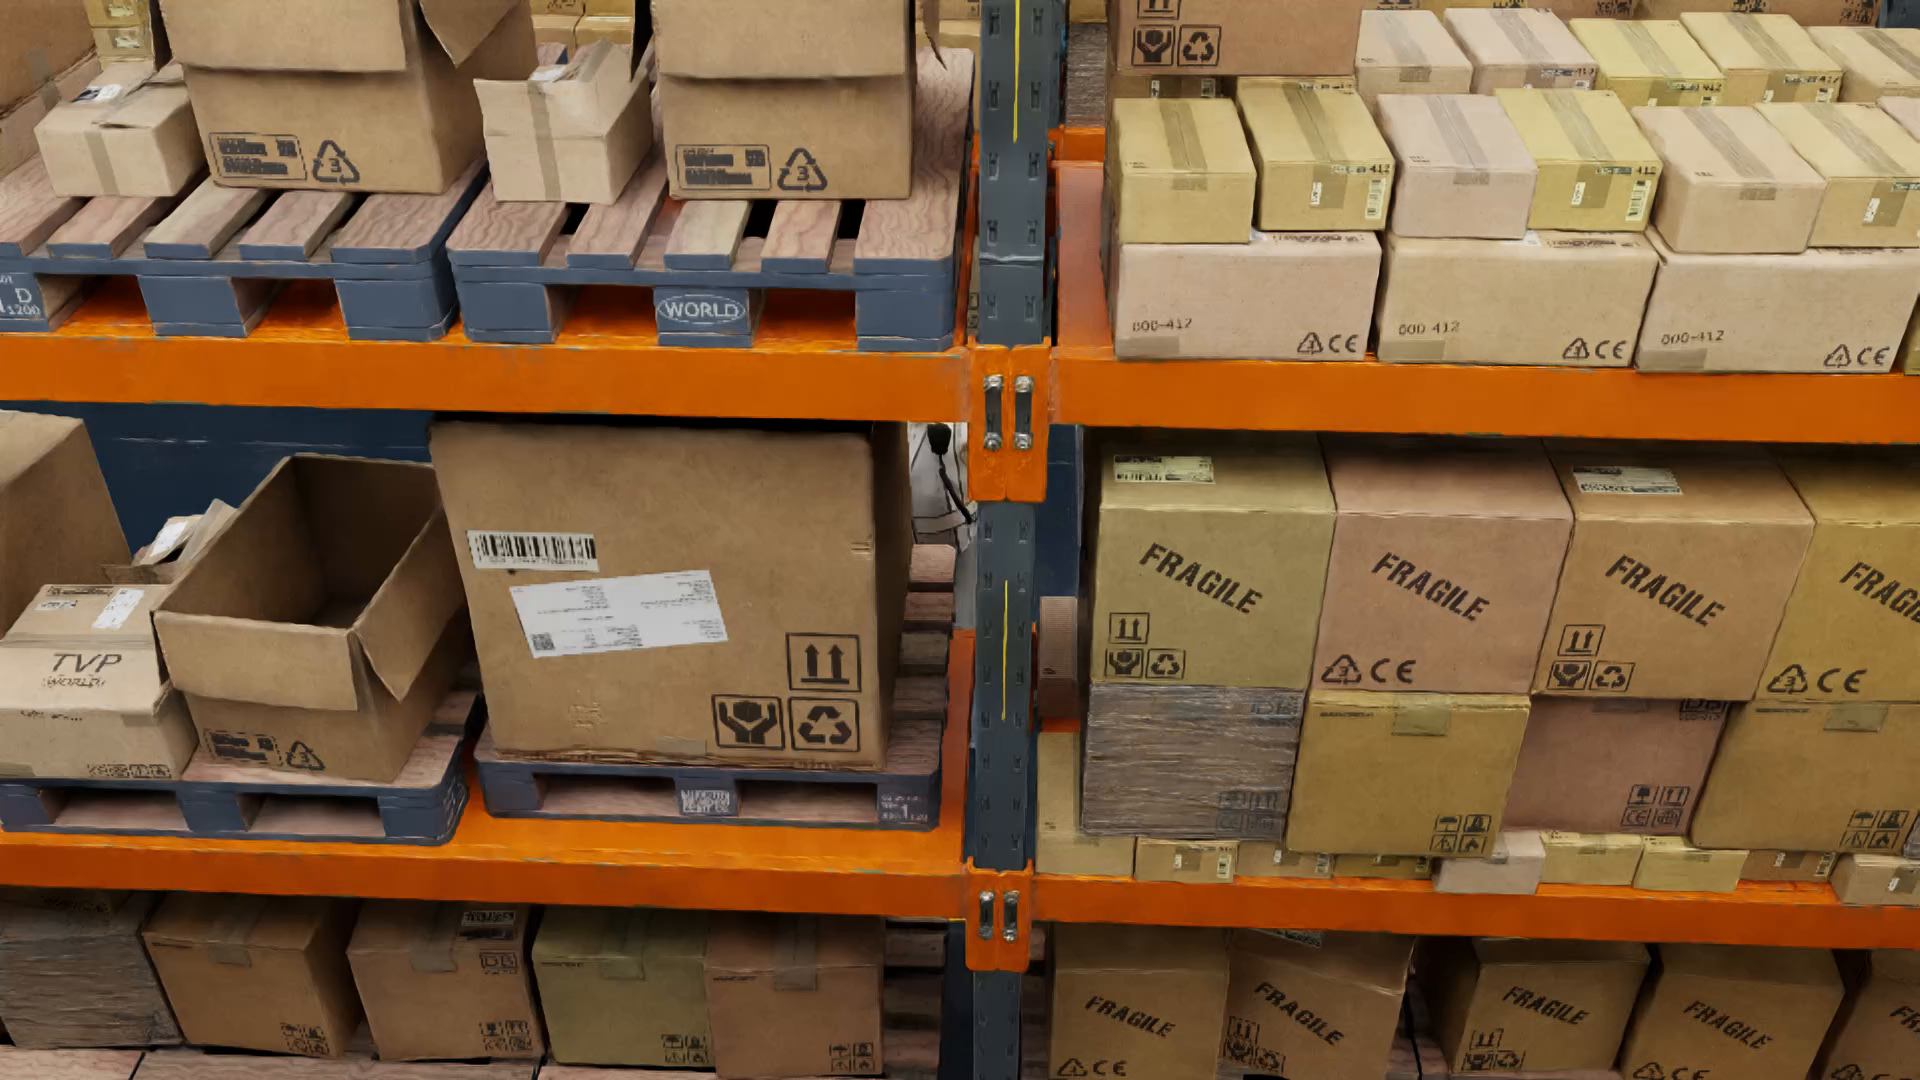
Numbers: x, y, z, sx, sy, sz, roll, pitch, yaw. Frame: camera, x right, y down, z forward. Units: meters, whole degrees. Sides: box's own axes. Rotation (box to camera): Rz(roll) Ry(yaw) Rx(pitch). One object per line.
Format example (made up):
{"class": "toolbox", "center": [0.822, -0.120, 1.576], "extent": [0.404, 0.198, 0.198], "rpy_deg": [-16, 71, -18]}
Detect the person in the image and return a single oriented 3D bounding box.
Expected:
{"class": "person", "center": [-0.030, -0.021, 6.174], "extent": [0.710, 1.706, 0.517], "rpy_deg": [15, 38, 20]}
